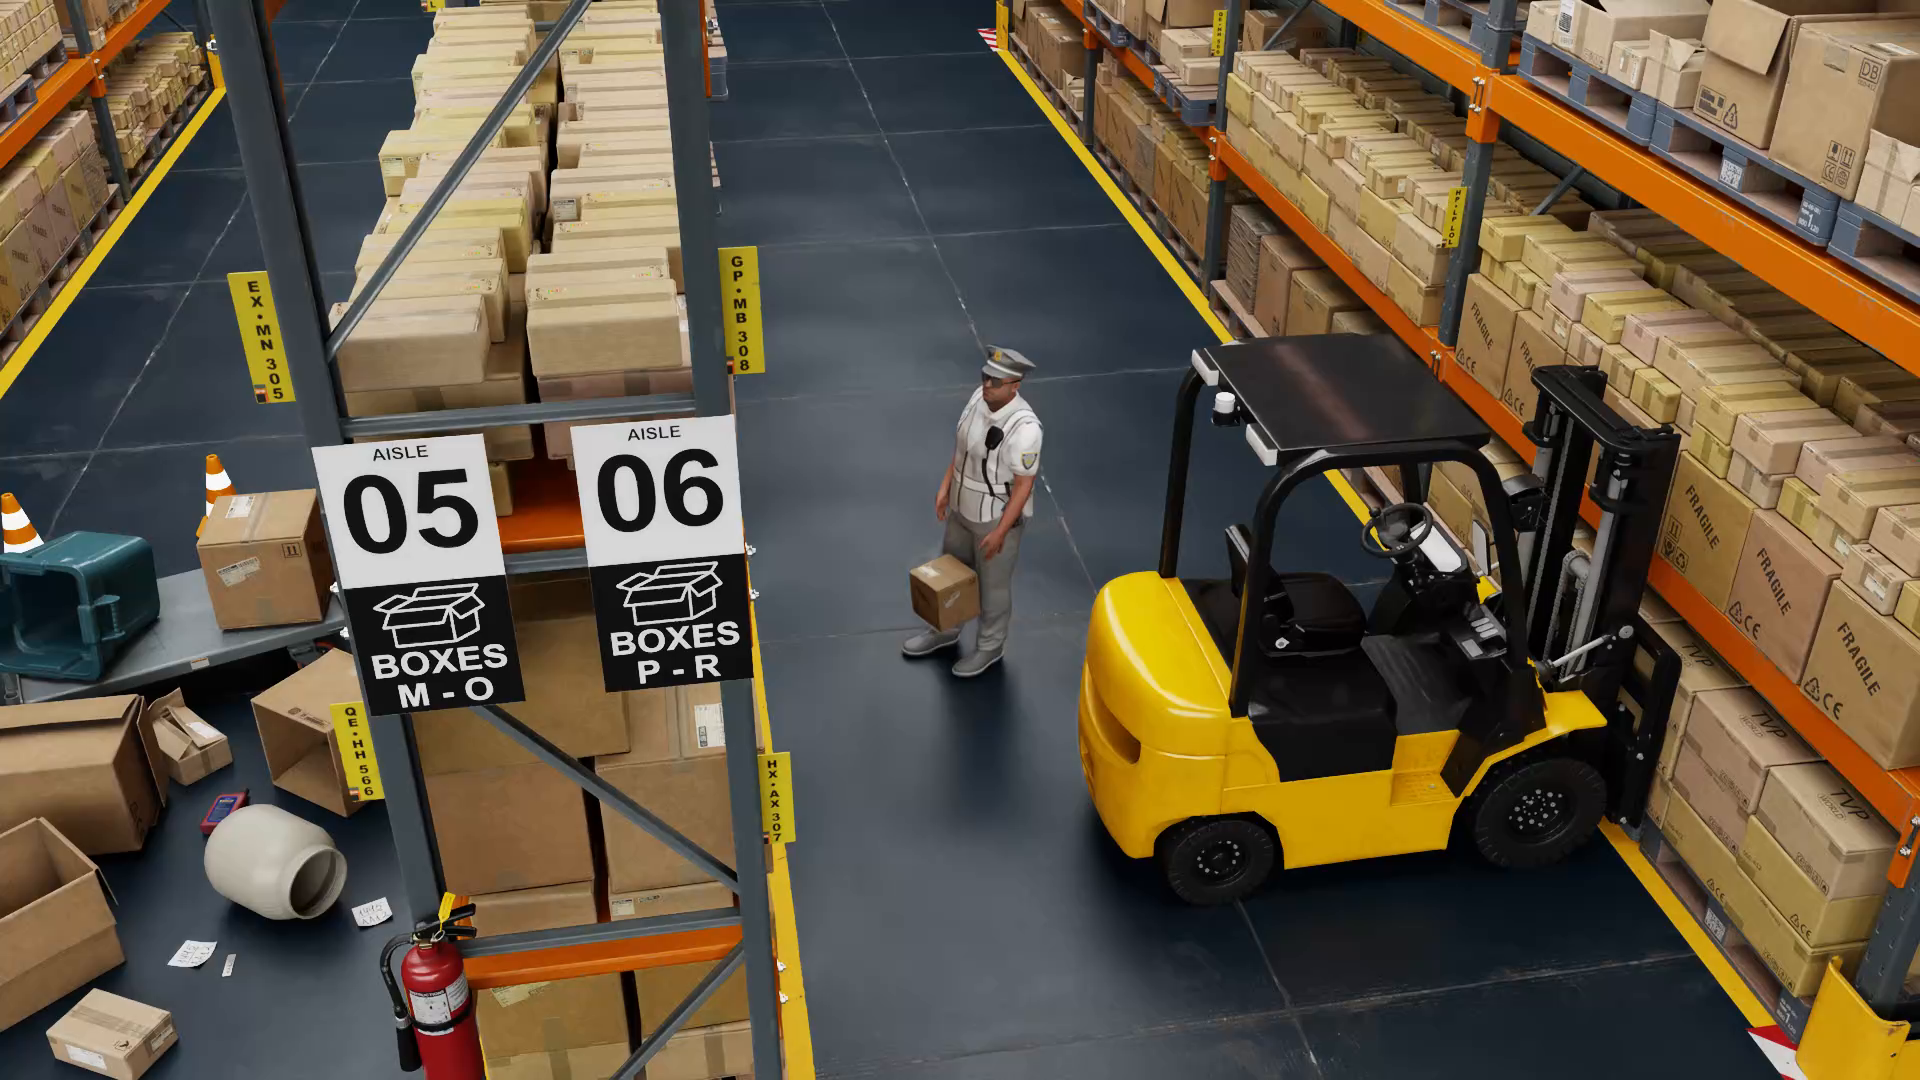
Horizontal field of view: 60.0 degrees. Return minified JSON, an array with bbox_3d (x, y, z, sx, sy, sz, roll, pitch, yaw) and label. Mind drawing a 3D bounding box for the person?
[{"bbox_3d":[0.072,-0.139,8.322,0.571,1.780,0.609,-19,36,-29],"label":"person"}]
